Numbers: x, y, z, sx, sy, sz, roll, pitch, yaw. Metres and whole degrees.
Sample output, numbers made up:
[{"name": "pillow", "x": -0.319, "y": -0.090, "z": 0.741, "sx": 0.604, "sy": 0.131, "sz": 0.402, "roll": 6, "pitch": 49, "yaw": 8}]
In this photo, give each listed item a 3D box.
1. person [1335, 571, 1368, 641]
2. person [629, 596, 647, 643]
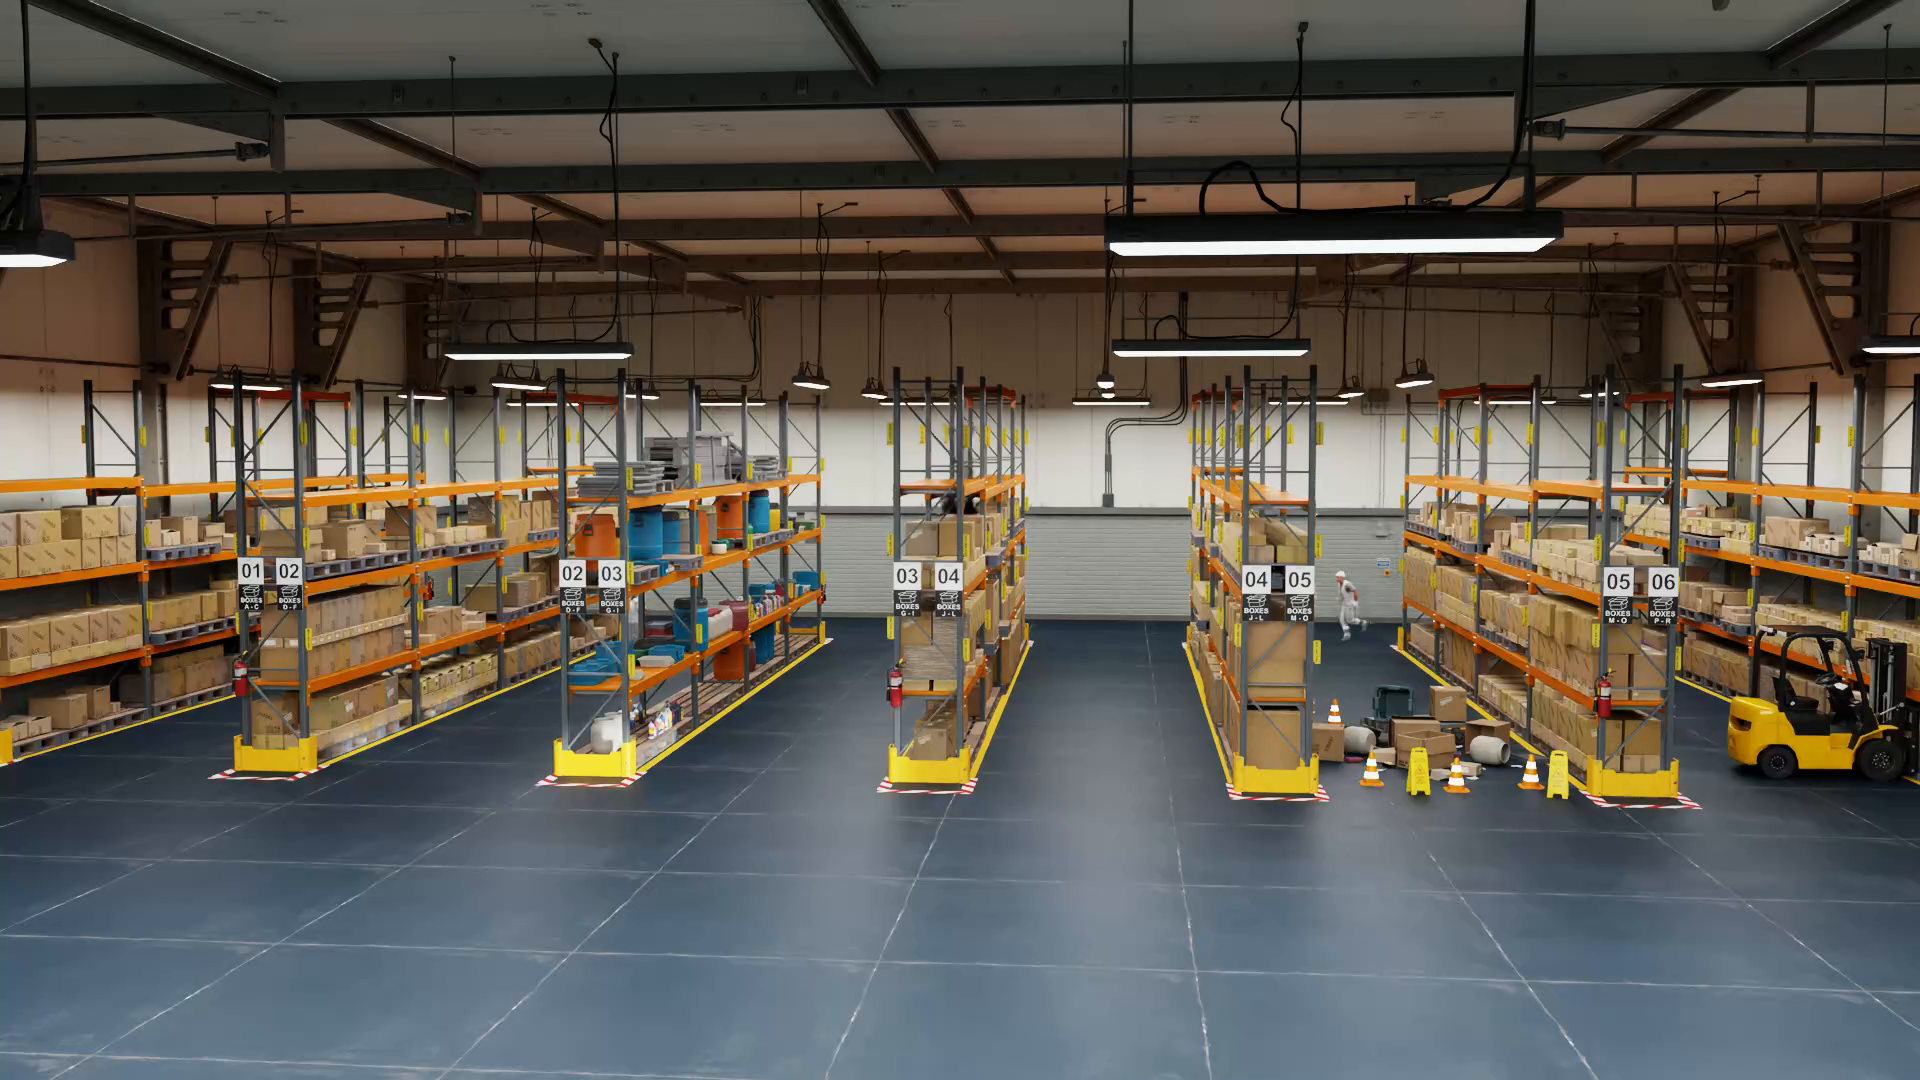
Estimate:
[{"name": "person", "x": -0.489, "y": 1.736, "z": 39.159, "sx": 21.466, "sy": 1.718, "sz": 0.784, "roll": -1, "pitch": 4, "yaw": -10}, {"name": "person", "x": -7.340, "y": 1.868, "z": 37.157, "sx": 0.534, "sy": 1.652, "sz": 0.562, "roll": 0, "pitch": 4, "yaw": 5}]
